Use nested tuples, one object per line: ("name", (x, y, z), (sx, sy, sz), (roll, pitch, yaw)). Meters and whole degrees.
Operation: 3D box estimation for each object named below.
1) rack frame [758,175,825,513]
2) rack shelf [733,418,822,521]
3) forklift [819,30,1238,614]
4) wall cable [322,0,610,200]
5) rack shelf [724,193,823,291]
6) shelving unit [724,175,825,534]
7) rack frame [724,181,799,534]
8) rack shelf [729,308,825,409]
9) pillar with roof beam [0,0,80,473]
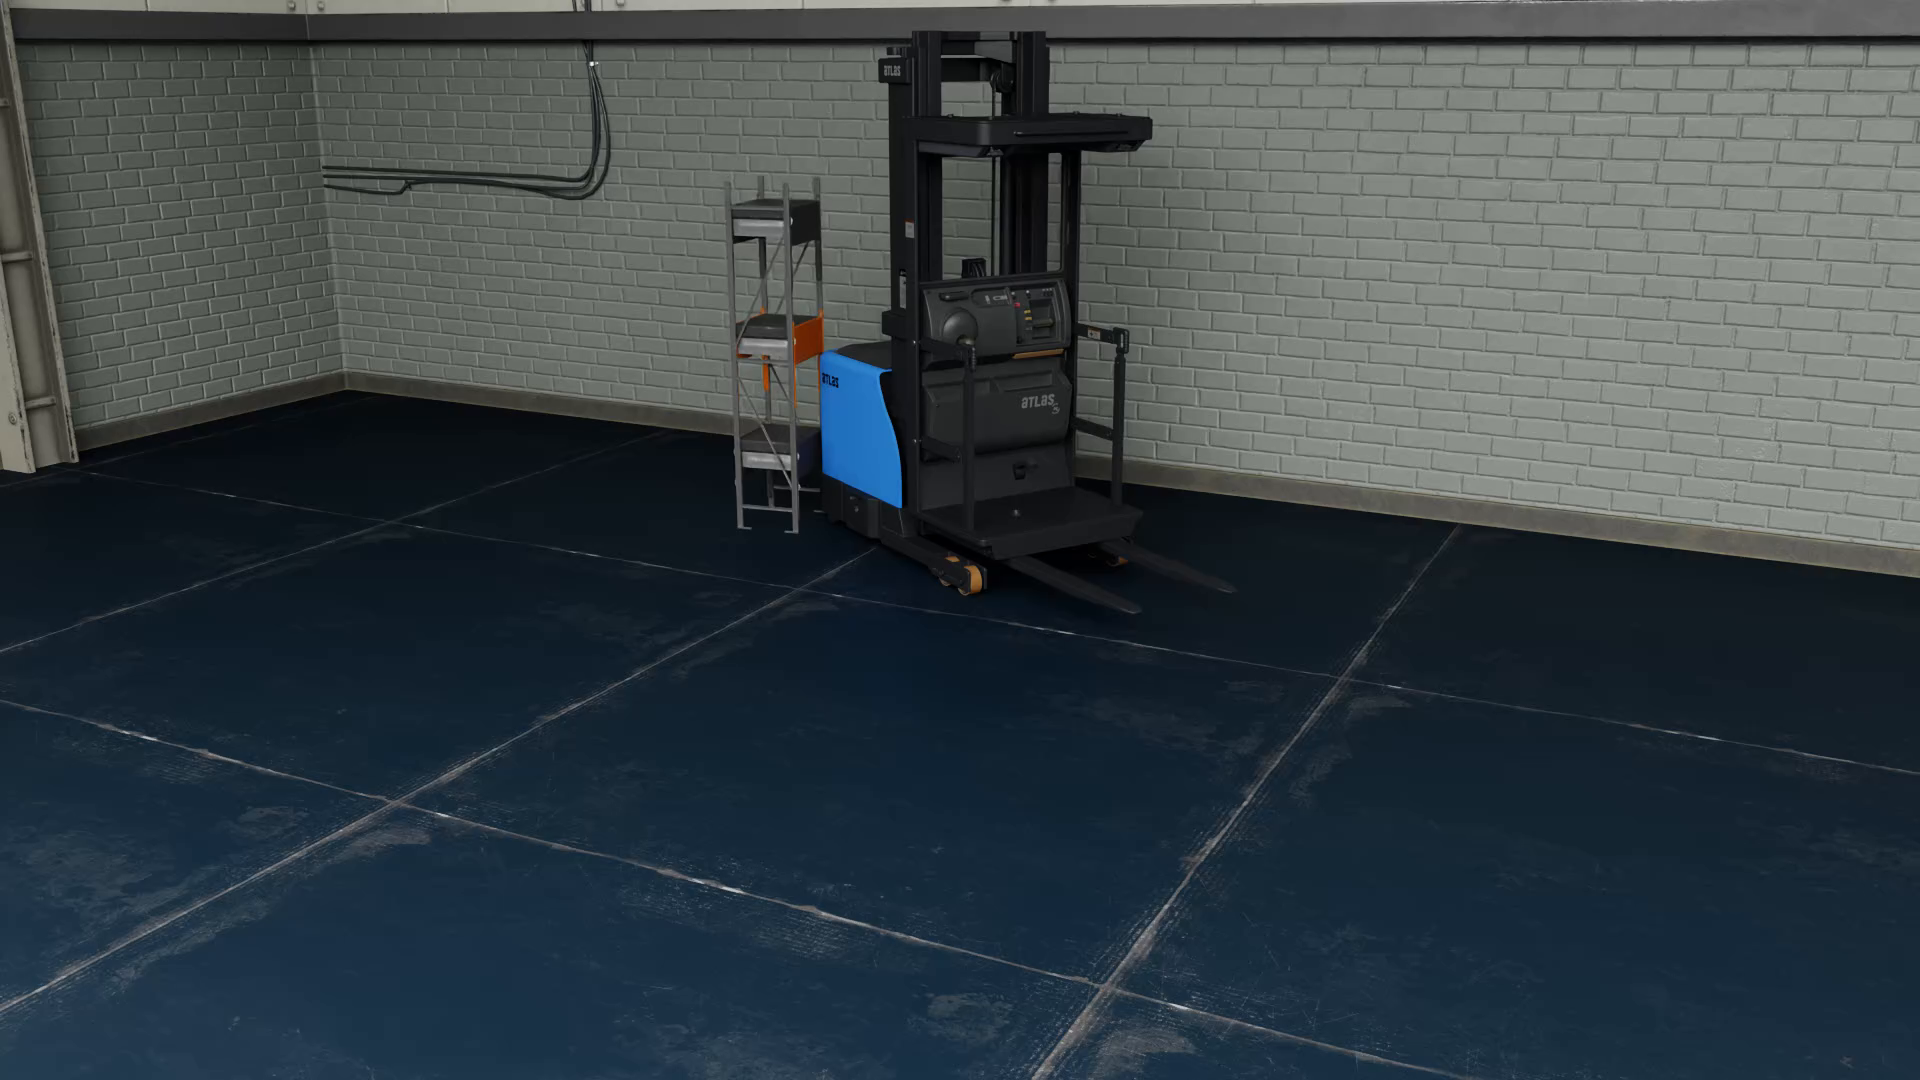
("rack frame", (-1.038, -1.195, 10.361), (0.400, 2.100, 0.015), (5, 17, 16))
("rack shelf", (-1.108, -0.445, 10.340), (0.431, 0.518, 0.480), (5, 17, 16))
("forklift", (0.327, -1.254, 9.099), (1.130, 2.935, 3.031), (-10, 19, -30))
("wall cable", (-4.037, -3.942, 12.944), (3.097, 2.526, 0.112), (8, 18, 25))
("rack shelf", (-1.107, -1.787, 9.942), (0.431, 0.518, 0.480), (5, 17, 16))
("shelving unit", (-1.107, -1.129, 10.137), (0.431, 2.100, 0.503), (5, 17, 16))
("rack frame", (-1.177, -1.062, 9.913), (0.400, 2.100, 0.015), (5, 17, 16))
("rack shelf", (-1.107, -1.116, 10.141), (0.431, 0.518, 0.480), (5, 17, 16))
("pillar with roof beam", (-2.686, -4.300, 8.698), (9.100, 9.000, 0.400), (8, 18, 25))
